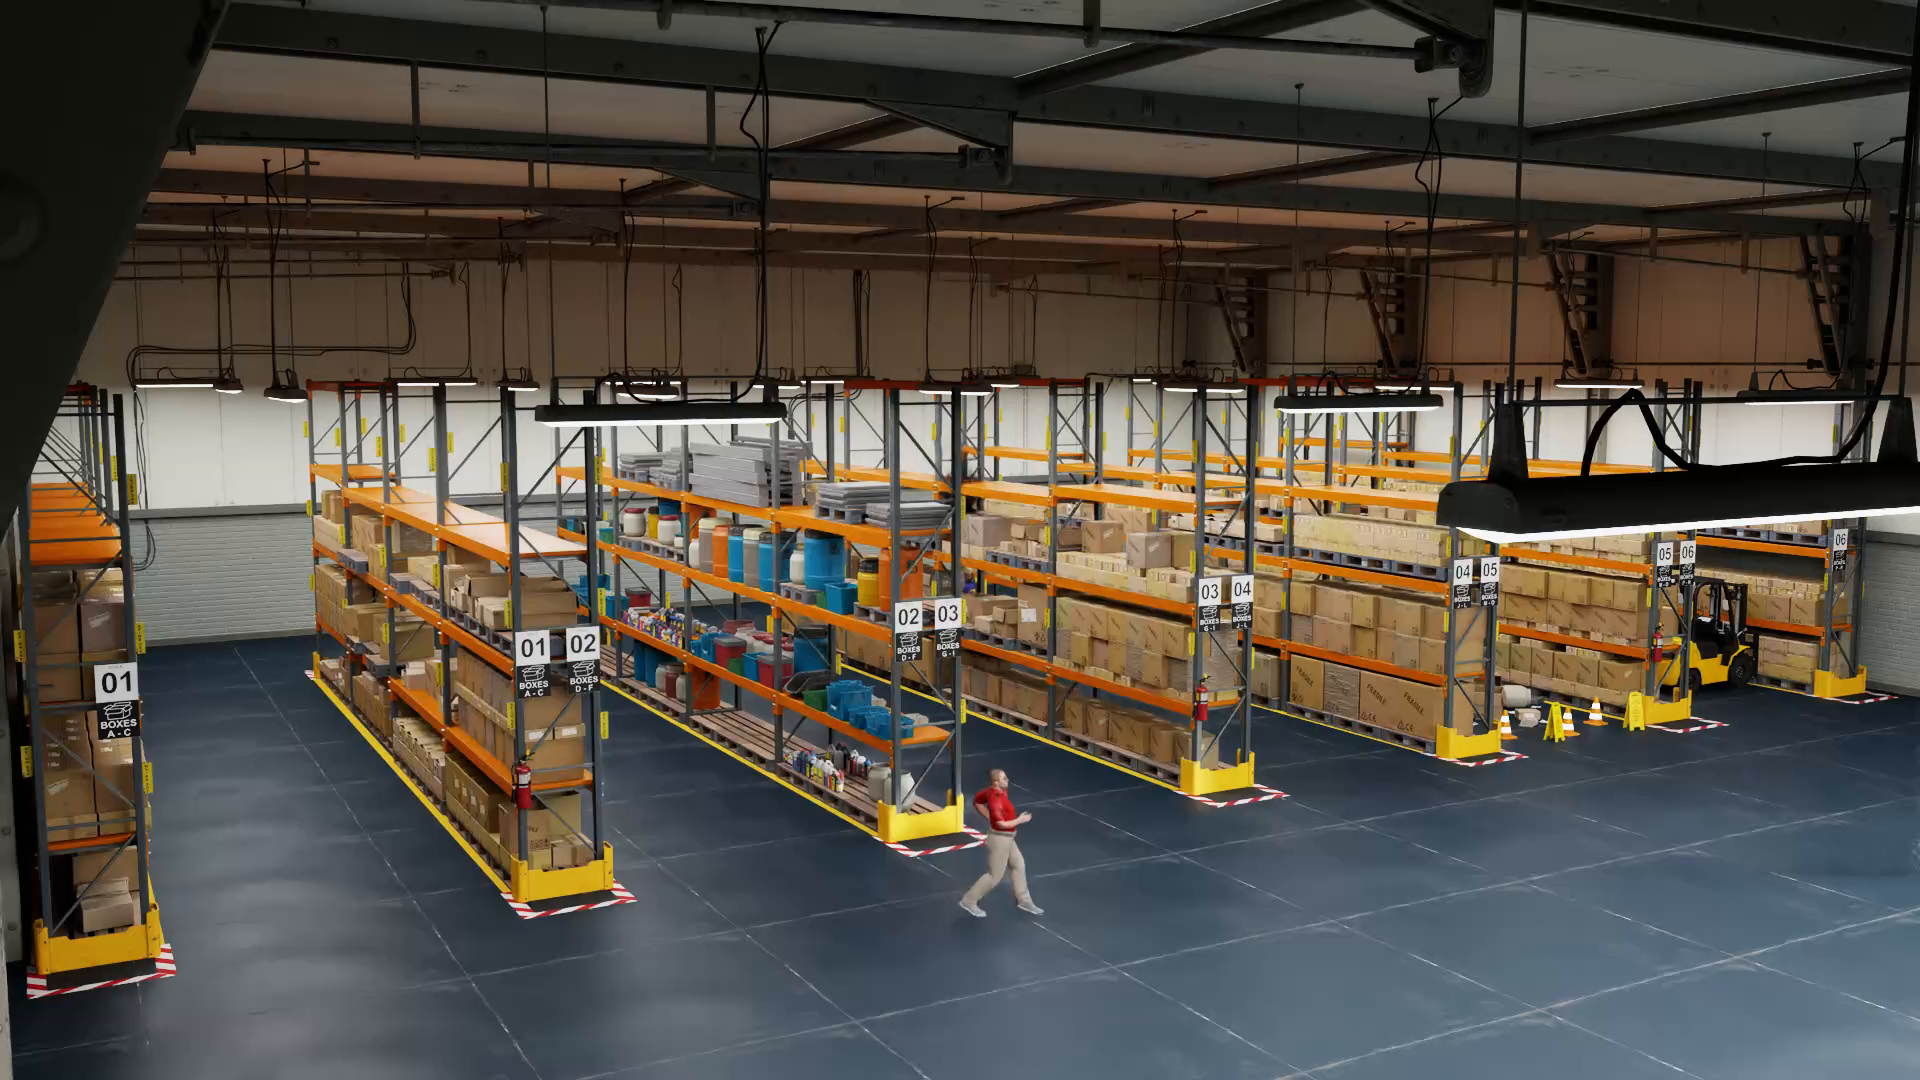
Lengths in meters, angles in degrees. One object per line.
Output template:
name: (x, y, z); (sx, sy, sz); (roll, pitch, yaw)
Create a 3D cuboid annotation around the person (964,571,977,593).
person: (0.192, 1.512, 37.750); (0.583, 1.653, 0.791); (-2, 6, -20)

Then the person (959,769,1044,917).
person: (0.479, 3.461, 18.964); (0.977, 1.740, 0.669); (0, 6, -1)

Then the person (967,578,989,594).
person: (0.418, 1.589, 34.750); (0.718, 1.687, 0.644); (-5, 8, -39)
